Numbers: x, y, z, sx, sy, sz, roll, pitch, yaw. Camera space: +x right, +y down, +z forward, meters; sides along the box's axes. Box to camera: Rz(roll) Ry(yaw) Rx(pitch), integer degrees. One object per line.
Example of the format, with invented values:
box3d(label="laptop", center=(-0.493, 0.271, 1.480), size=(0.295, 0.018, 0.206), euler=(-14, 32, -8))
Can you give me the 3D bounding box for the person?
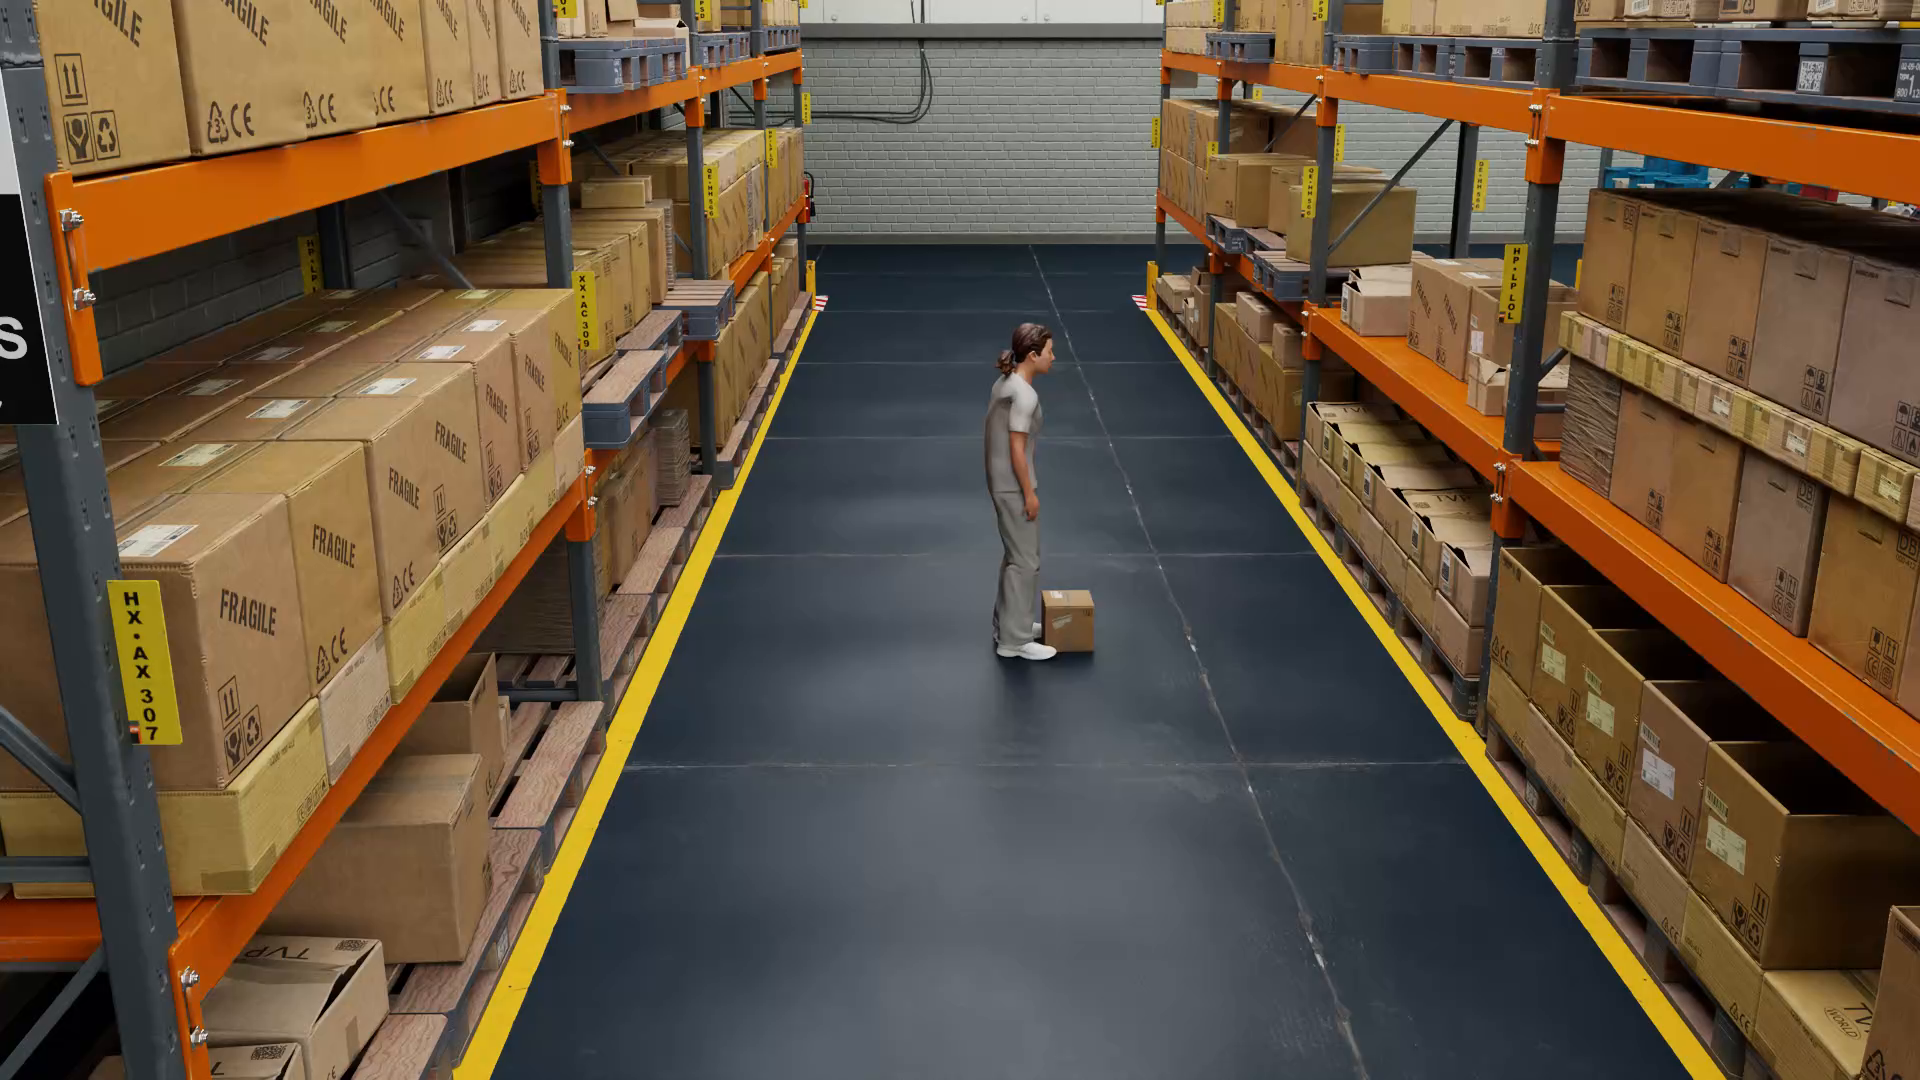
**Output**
box3d(label="person", center=(0.305, -0.258, 8.384), size=(0.362, 1.671, 0.511), euler=(-1, 17, -4))
